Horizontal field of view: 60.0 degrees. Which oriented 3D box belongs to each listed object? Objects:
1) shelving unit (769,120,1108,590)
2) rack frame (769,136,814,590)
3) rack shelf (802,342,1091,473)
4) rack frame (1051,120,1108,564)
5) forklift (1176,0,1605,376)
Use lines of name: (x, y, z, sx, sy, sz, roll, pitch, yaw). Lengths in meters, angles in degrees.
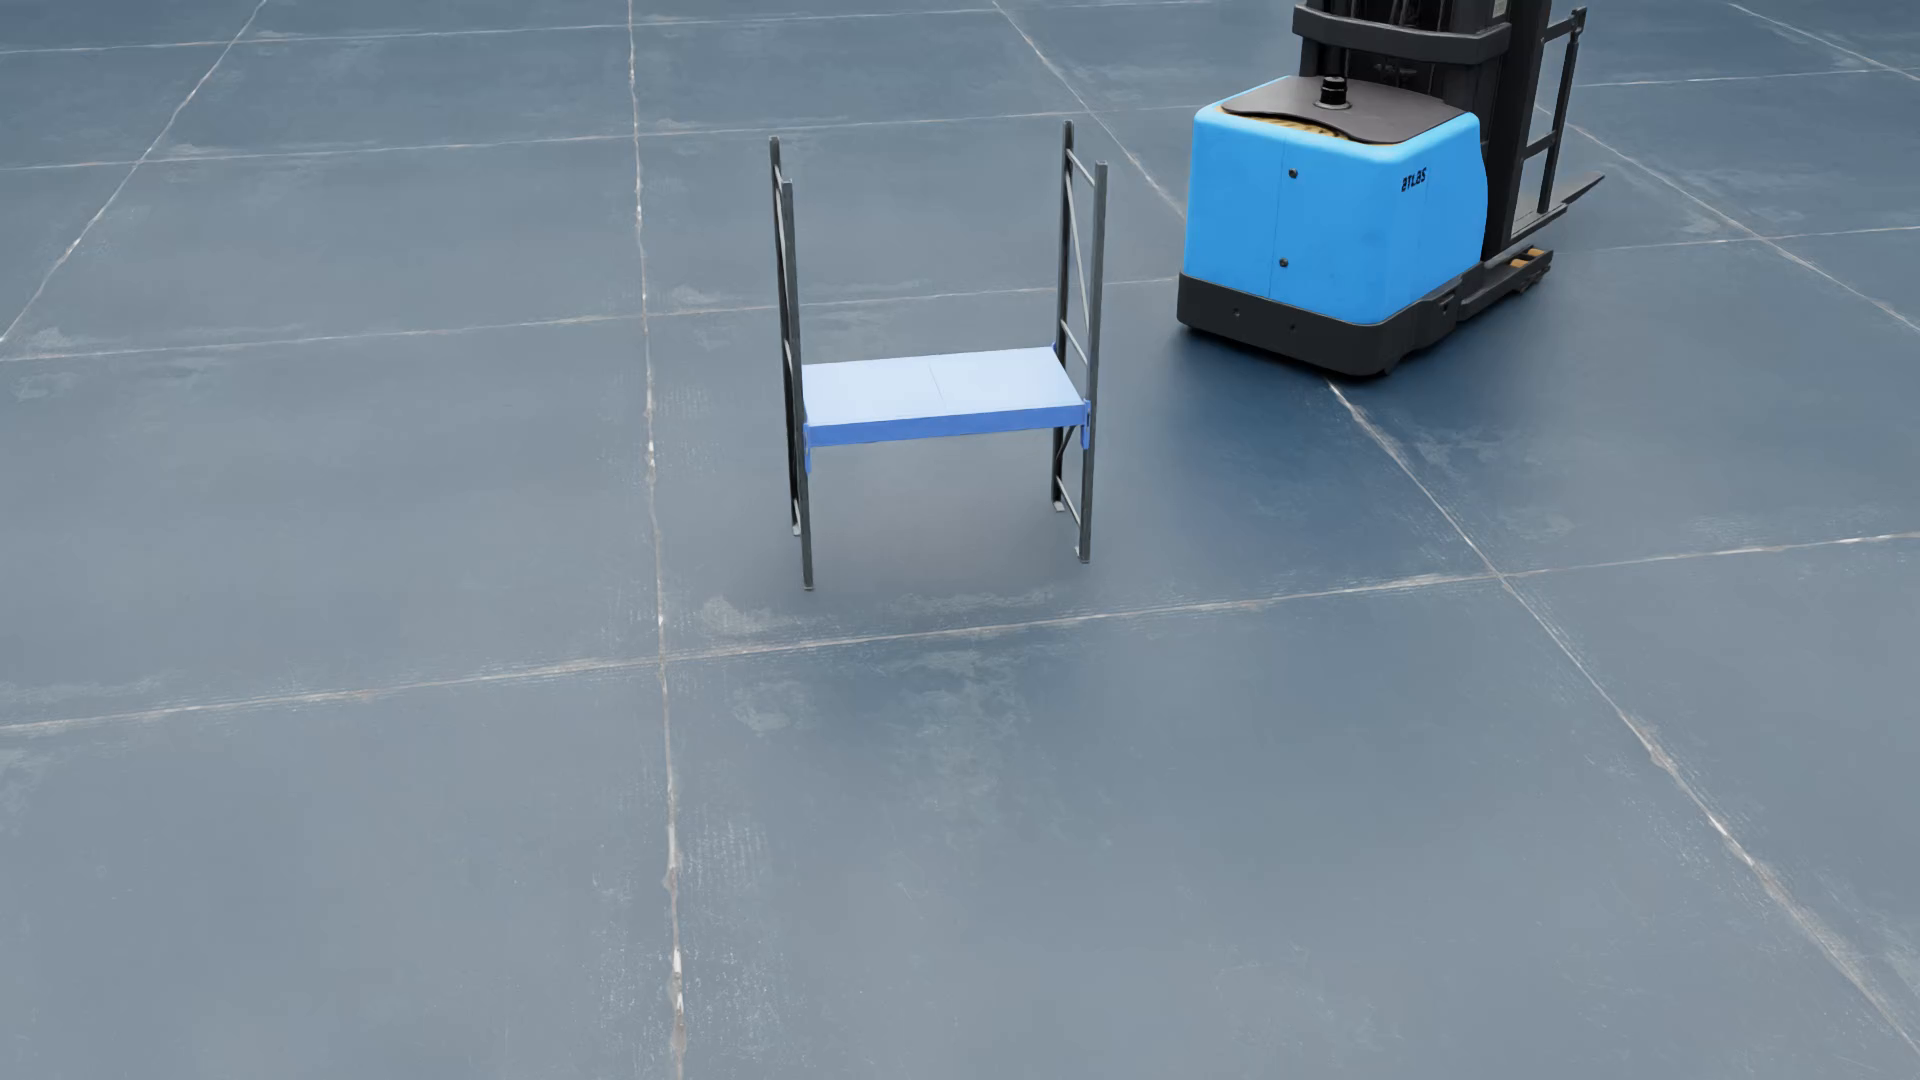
shelving unit: (-0.084, -0.639, 5.857, 1.048, 1.500, 0.538, -5, 31, -9)
rack frame: (-0.584, -0.592, 5.778, 0.032, 1.500, 0.500, -5, 31, -9)
rack shelf: (-0.084, -0.484, 5.948, 1.000, 0.185, 0.538, -5, 31, -9)
rack frame: (0.416, -0.685, 5.936, 0.032, 1.500, 0.500, -5, 31, -9)
forklift: (2.371, -2.657, 7.877, 1.130, 2.935, 3.031, 24, 38, 34)
